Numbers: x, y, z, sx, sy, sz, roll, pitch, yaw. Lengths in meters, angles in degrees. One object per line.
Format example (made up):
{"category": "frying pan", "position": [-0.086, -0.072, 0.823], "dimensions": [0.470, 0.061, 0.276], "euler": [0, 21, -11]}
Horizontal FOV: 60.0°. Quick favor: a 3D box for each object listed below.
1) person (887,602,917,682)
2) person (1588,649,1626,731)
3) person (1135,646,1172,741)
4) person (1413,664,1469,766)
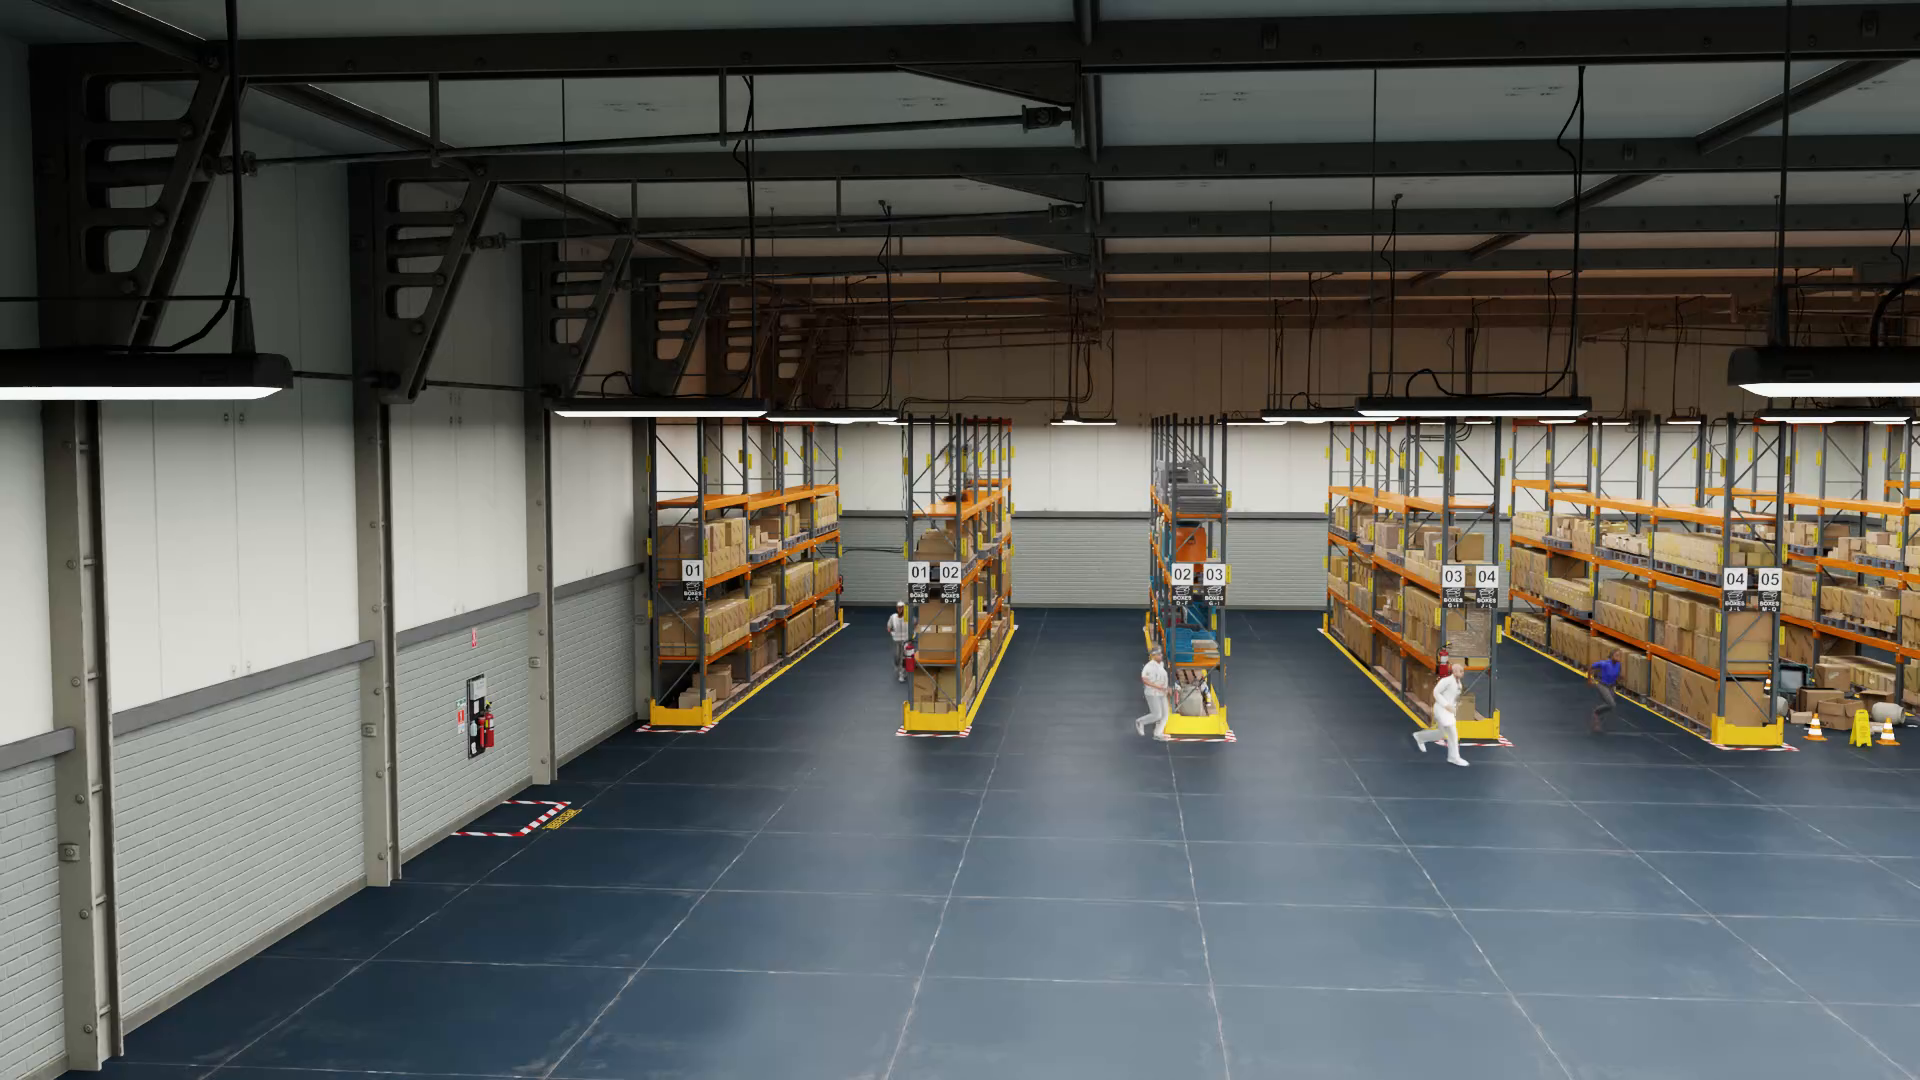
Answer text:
{"category": "person", "position": [-1.318, 2.295, 37.880], "dimensions": [0.691, 1.781, 0.930], "euler": [0, 4, 3]}
{"category": "person", "position": [12.198, 2.831, 31.306], "dimensions": [0.561, 1.577, 0.726], "euler": [-2, 4, -29]}
{"category": "person", "position": [3.565, 2.800, 30.463], "dimensions": [0.679, 1.741, 0.658], "euler": [3, 5, 39]}
{"category": "person", "position": [8.218, 2.954, 28.481], "dimensions": [1.025, 1.734, 0.702], "euler": [4, 5, 44]}
